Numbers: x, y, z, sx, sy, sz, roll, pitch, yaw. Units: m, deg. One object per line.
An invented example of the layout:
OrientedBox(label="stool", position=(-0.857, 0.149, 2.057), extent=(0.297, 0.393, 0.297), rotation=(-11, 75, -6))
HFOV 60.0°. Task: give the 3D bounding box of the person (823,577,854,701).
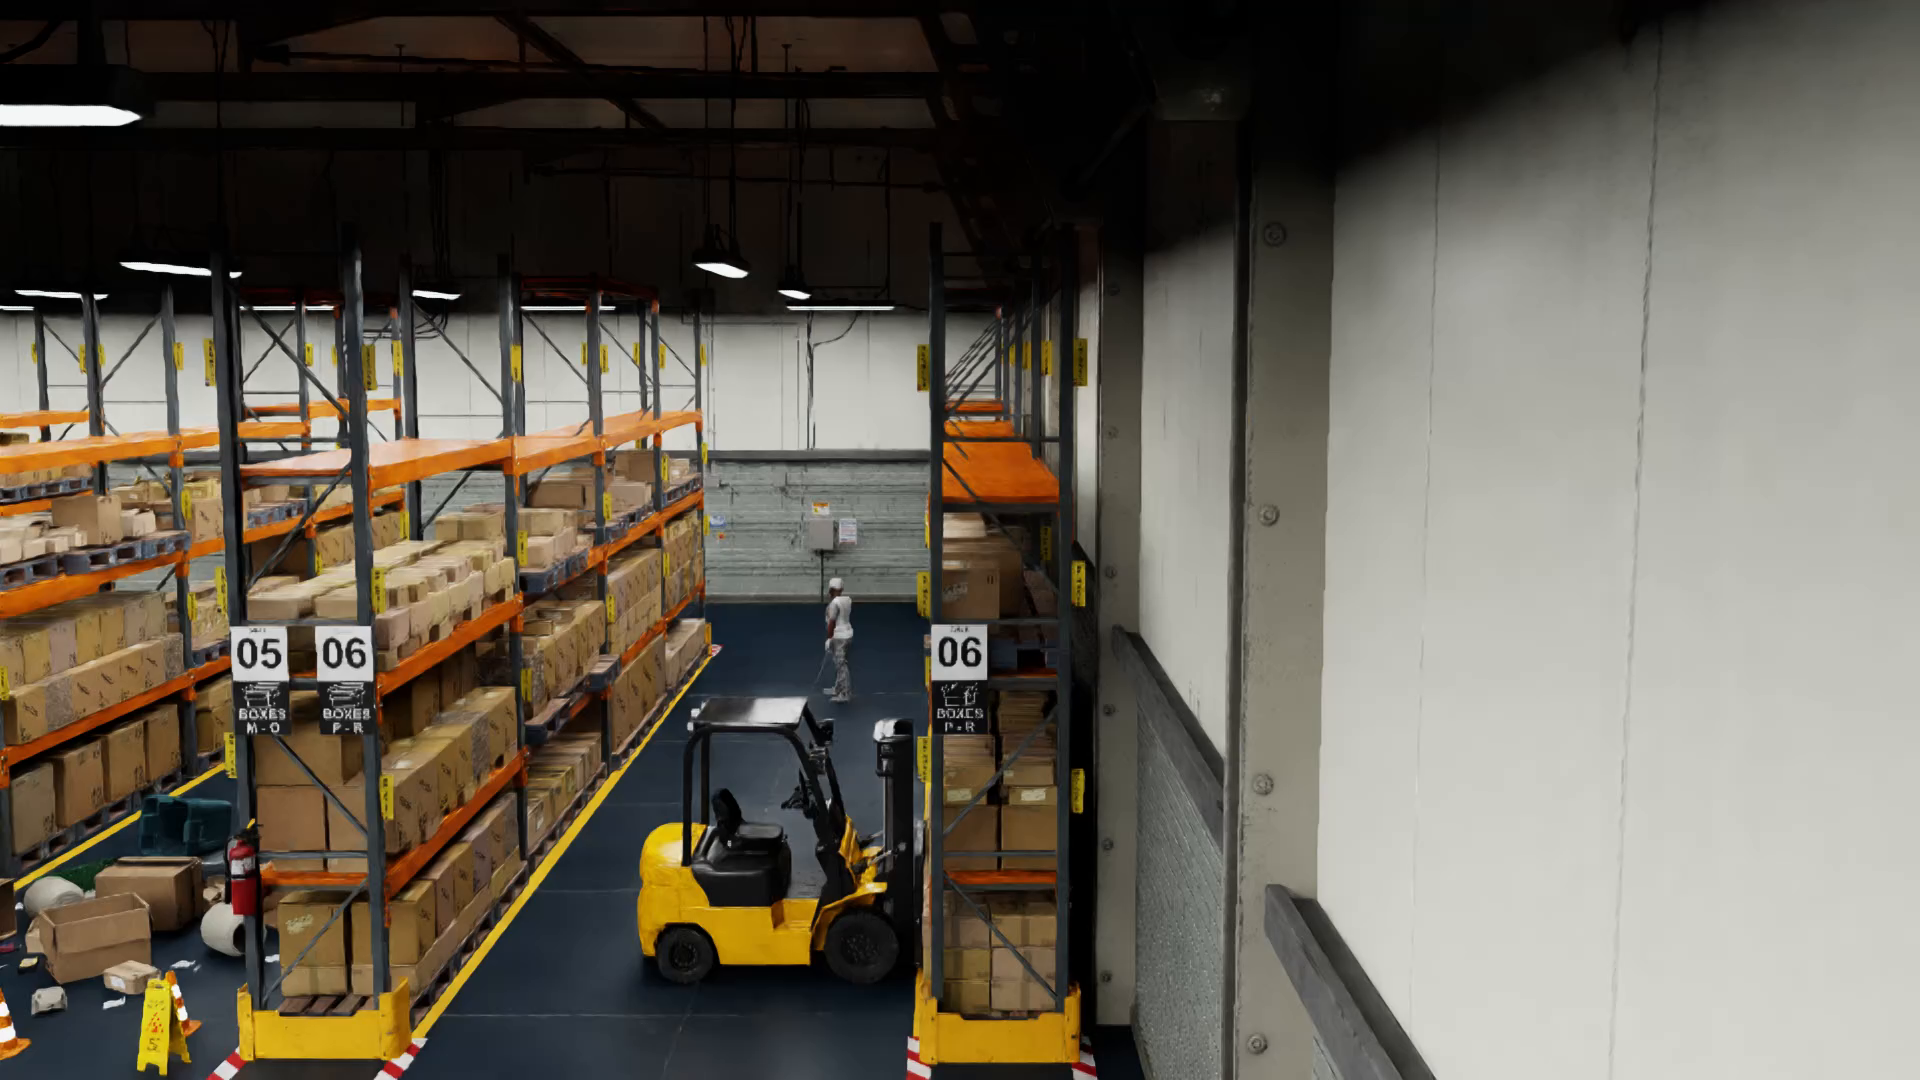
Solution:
OrientedBox(label="person", position=(-1.803, 1.429, 24.328), extent=(0.557, 1.784, 0.639), rotation=(2, 7, 18))
